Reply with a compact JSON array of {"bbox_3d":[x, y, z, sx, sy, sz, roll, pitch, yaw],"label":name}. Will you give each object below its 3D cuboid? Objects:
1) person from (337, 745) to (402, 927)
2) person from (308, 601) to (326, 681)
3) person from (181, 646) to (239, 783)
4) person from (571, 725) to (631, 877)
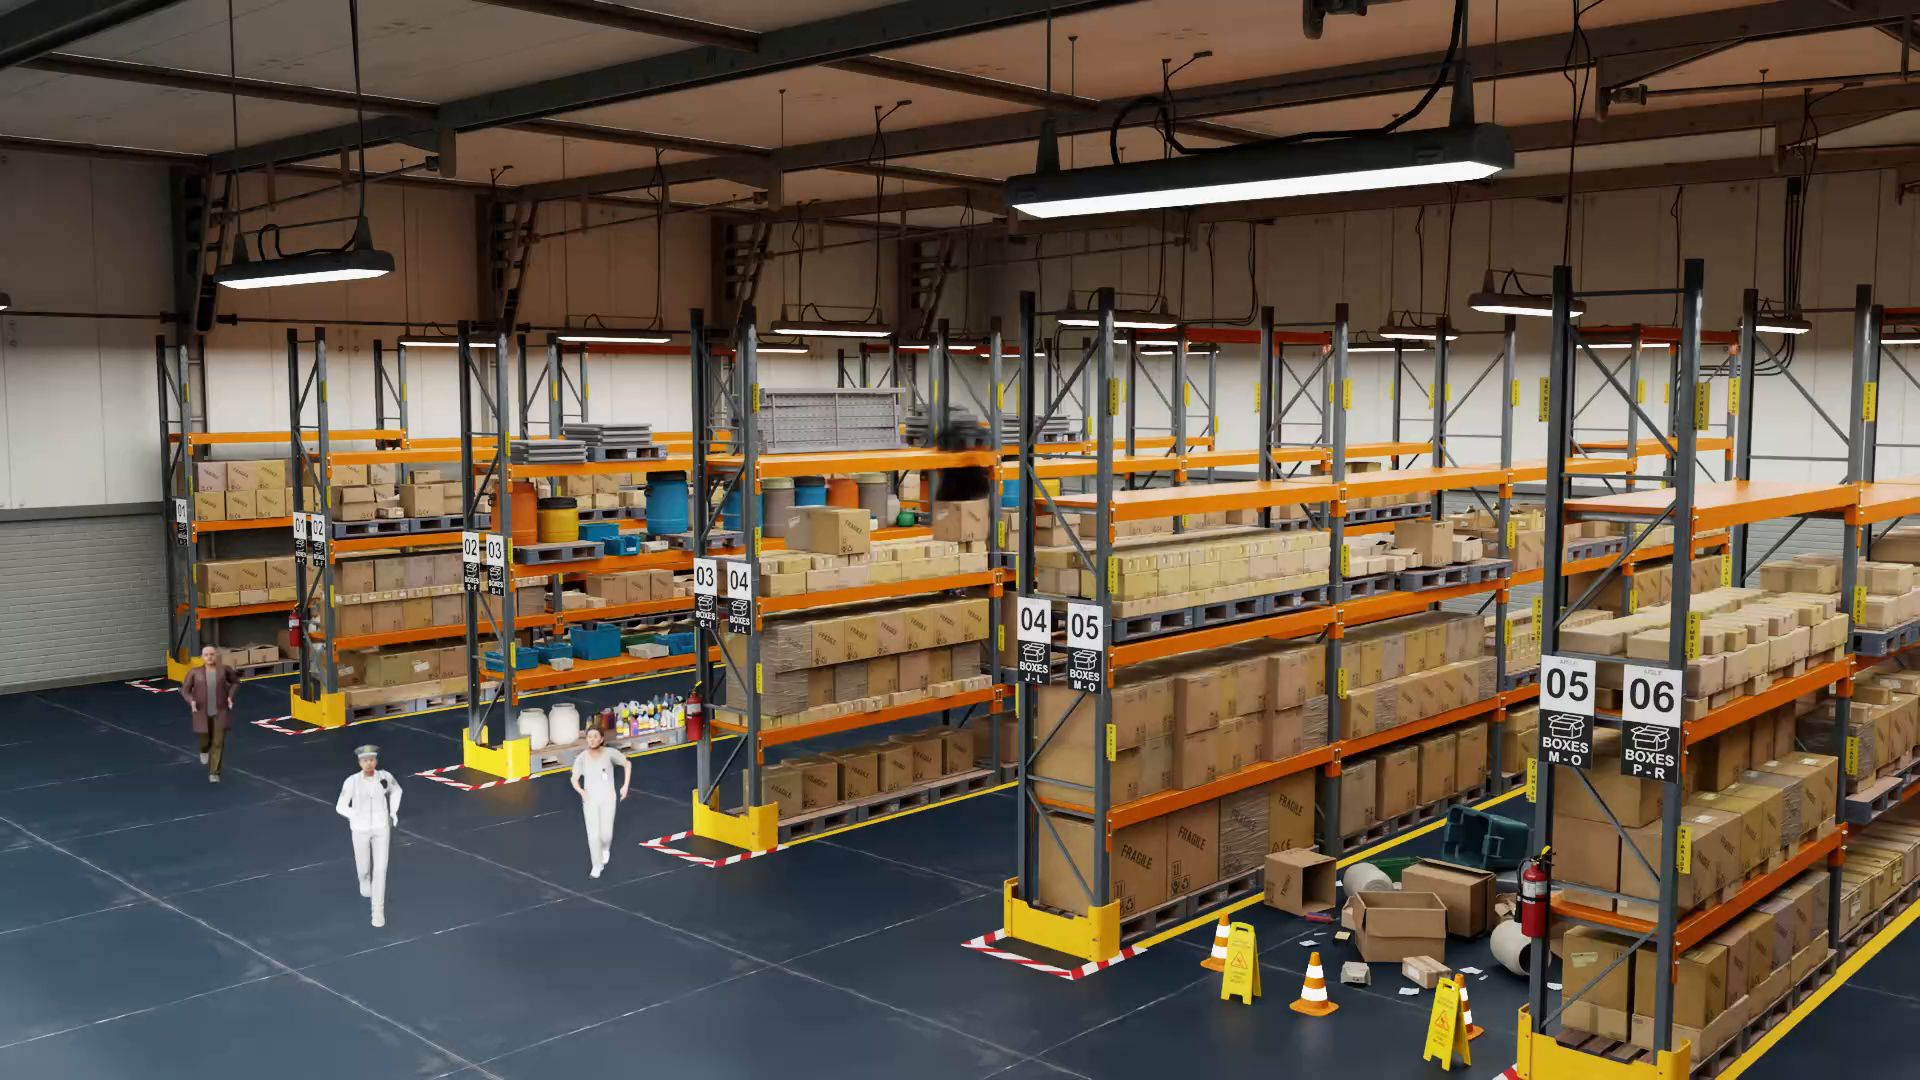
[{"bbox_3d":[-5.707,2.807,16.125,0.616,1.692,0.901,-2,6,-24],"label":"person"},{"bbox_3d":[-10.428,1.799,27.085,0.635,1.644,0.649,5,7,41],"label":"person"},{"bbox_3d":[-9.773,2.258,21.727,0.710,1.750,0.888,-3,6,-28],"label":"person"},{"bbox_3d":[-3.745,2.734,17.325,0.596,1.626,0.651,0,5,-4],"label":"person"}]
